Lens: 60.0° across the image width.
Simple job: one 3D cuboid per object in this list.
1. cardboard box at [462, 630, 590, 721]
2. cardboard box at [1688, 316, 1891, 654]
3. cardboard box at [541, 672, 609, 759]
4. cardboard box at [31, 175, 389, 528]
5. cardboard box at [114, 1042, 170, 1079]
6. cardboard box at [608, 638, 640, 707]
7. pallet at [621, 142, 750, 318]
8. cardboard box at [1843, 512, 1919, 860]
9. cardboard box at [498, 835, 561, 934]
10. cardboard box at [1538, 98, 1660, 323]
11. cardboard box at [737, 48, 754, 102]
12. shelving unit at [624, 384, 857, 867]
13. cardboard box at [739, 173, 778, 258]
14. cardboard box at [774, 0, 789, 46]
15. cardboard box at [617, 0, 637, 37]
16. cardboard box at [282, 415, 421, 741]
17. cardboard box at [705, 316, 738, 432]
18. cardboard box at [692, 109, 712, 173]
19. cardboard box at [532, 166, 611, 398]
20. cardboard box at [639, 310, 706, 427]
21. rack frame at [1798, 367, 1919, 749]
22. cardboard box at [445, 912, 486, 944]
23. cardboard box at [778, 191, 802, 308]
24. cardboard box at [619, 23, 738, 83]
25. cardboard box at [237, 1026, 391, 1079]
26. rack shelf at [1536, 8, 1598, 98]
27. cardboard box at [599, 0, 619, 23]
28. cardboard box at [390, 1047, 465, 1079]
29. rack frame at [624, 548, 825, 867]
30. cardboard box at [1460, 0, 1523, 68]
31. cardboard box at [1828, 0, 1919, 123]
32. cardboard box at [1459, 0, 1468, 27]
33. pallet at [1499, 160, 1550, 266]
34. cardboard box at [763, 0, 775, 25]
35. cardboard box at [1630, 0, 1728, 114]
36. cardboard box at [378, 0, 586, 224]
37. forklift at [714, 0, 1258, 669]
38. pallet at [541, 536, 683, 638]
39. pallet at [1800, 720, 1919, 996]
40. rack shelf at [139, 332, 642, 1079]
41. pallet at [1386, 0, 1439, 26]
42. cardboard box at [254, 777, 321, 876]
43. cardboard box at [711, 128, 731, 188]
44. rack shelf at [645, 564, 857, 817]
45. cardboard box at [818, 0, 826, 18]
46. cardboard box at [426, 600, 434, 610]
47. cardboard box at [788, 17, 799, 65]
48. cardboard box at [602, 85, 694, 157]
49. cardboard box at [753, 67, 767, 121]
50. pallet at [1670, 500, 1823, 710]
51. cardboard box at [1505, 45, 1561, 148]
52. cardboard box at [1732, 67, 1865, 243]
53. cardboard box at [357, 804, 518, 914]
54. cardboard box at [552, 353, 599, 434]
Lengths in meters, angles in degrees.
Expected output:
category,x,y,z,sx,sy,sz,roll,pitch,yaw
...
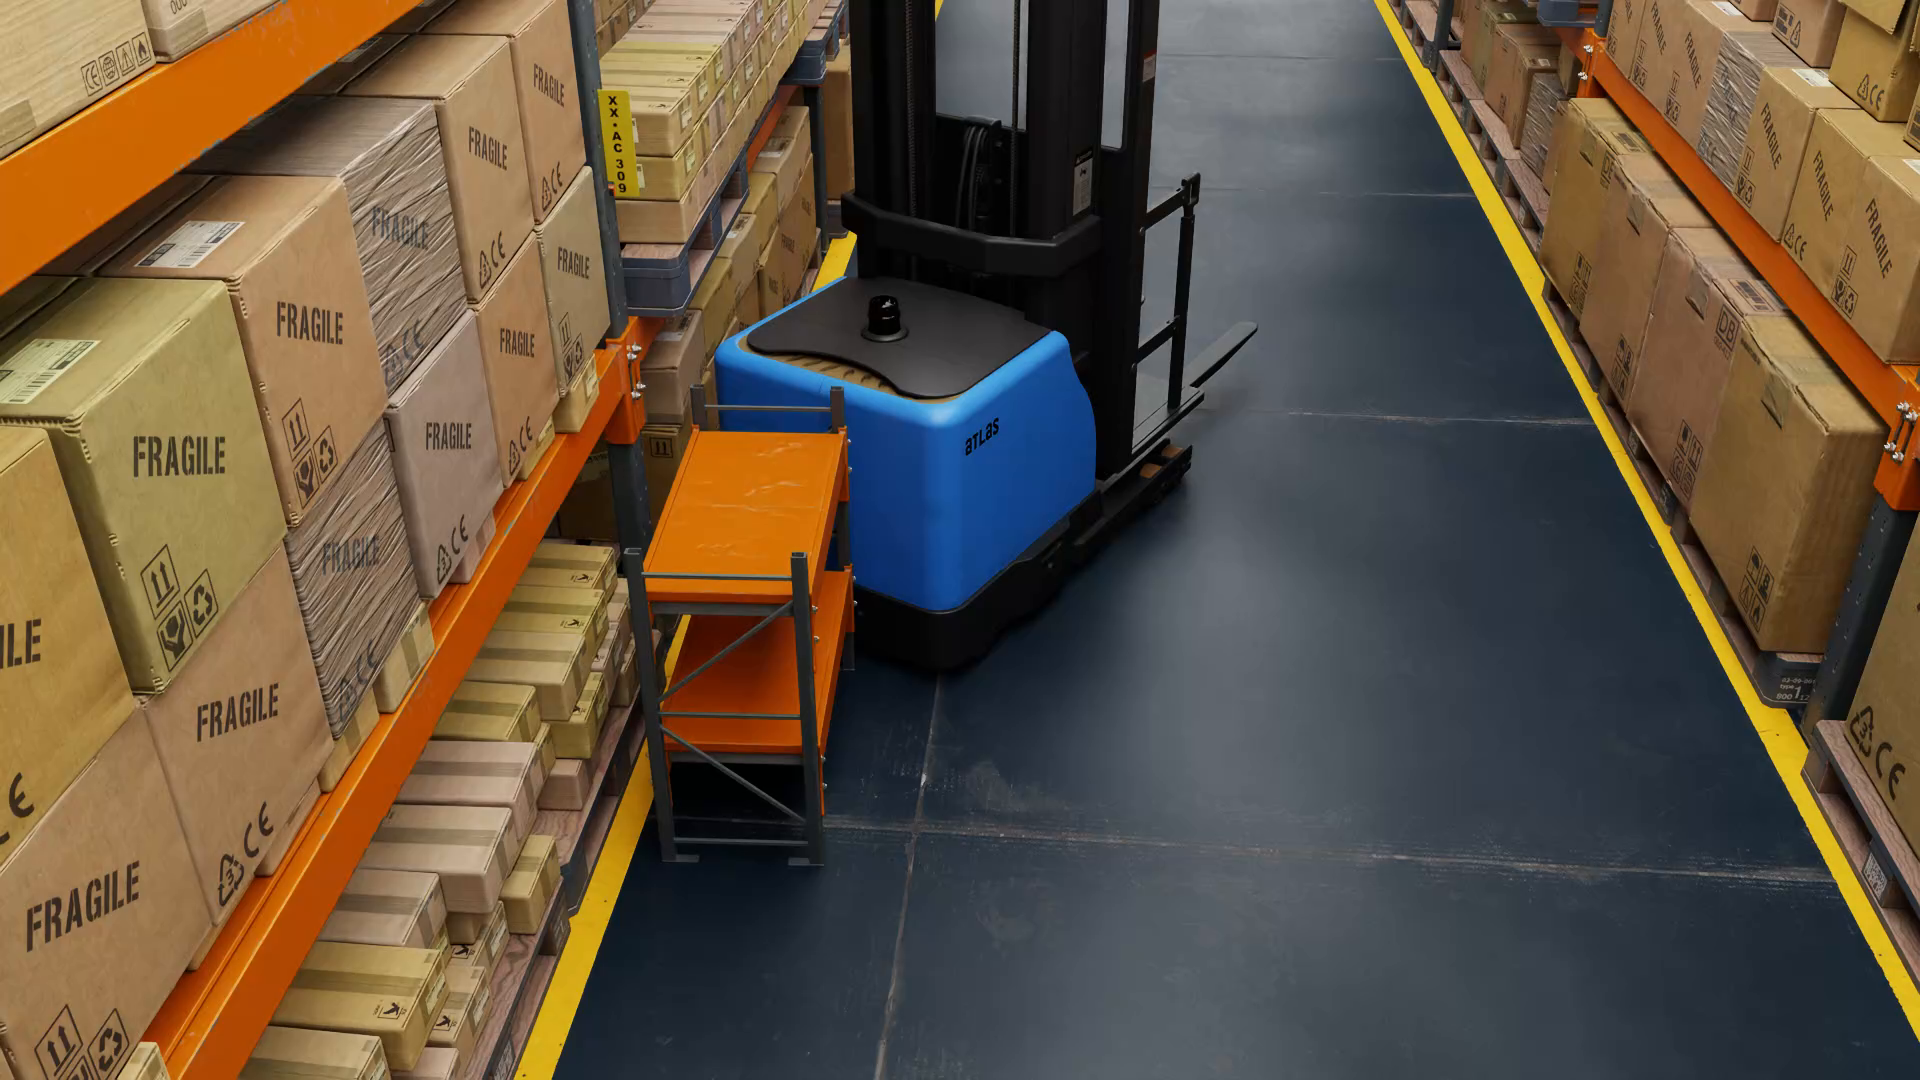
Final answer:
category,x,y,z,sx,sy,sz,roll,pitch,yaw
cardboard box,-1.334,0.404,4.986,0.380,0.149,0.250,2,32,4
cardboard box,3.397,-0.186,5.817,1.225,0.875,0.875,3,32,4
cardboard box,-1.293,0.529,5.067,0.380,0.149,0.250,1,32,2
cardboard box,-1.457,-0.369,3.158,0.500,0.500,0.500,1,32,2
cardboard box,-1.488,0.929,2.623,0.380,0.149,0.250,2,32,3
cardboard box,-1.262,0.414,5.537,0.380,0.149,0.250,3,32,5
pallet,-1.363,-1.153,5.944,1.003,0.211,1.213,2,32,4
cardboard box,3.232,0.491,4.719,0.875,0.875,0.875,2,32,4
cardboard box,-1.347,0.955,4.659,0.380,0.149,0.250,2,32,4
cardboard box,3.614,-1.582,8.083,1.225,0.875,0.875,1,32,2
cardboard box,-0.999,-1.773,6.324,0.380,0.149,0.250,4,32,6
shelving unit,-0.649,0.247,5.277,0.538,1.125,1.048,1,32,2
cardboard box,-1.126,-1.468,7.540,0.500,0.250,0.500,3,32,5
cardboard box,-0.934,-2.179,6.982,0.380,0.149,0.250,3,32,5
cardboard box,-1.587,-2.213,7.038,0.380,0.149,0.250,2,32,4
cardboard box,-1.478,0.055,3.422,0.500,0.500,0.500,2,32,3
cardboard box,-1.204,-0.607,6.859,0.500,0.500,0.500,4,32,6
cardboard box,-1.060,-1.361,5.655,0.380,0.149,0.250,2,32,3
cardboard box,-1.328,-0.745,4.721,0.500,0.500,0.500,3,32,4
cardboard box,-1.247,-0.650,6.213,0.500,0.250,0.500,1,32,2
rack frame,3.365,-0.576,4.826,1.000,3.000,0.127,2,32,4
cardboard box,-1.454,0.929,4.417,0.380,0.149,0.250,1,32,2
cardboard box,-1.083,-1.420,8.178,0.500,0.500,0.500,4,32,6
cardboard box,-1.017,-1.763,6.023,0.380,0.149,0.250,2,32,3
cardboard box,-1.494,1.220,3.662,0.380,0.149,0.250,4,32,6
rack shelf,3.854,-3.407,10.105,1.077,0.370,4.000,2,32,4
cardboard box,-1.605,-2.207,6.744,0.380,0.149,0.250,2,32,3
cardboard box,-1.418,1.362,3.998,0.380,0.149,0.250,1,32,2
rack frame,-0.669,0.514,4.844,0.500,1.125,0.032,1,32,2
cardboard box,3.945,-3.562,11.635,0.700,0.500,0.500,0,32,0
cardboard box,3.476,-1.738,5.660,0.797,0.503,0.637,3,32,5
cardboard box,4.089,-4.081,12.496,0.500,0.500,0.500,2,32,2
pallet,3.756,-1.889,9.614,1.003,0.211,1.213,2,32,4
cardboard box,-0.957,-2.170,6.684,0.380,0.149,0.250,3,32,5
cardboard box,3.340,-2.198,7.362,0.500,0.500,0.500,2,32,3
cardboard box,-1.339,-1.178,4.471,0.500,0.500,0.500,1,32,2
forklift,0.338,-1.524,6.430,1.130,2.935,3.031,19,36,27
pallet,-1.508,-0.061,6.648,1.003,0.211,1.213,2,32,4
pallet,3.225,1.005,4.918,1.003,0.211,1.213,2,32,4
rack shelf,-1.733,0.511,3.747,1.077,0.370,4.000,2,32,4
pallet,4.133,-4.565,13.956,1.003,0.211,1.213,2,32,4
cardboard box,-1.509,0.519,3.288,0.380,0.149,0.250,2,32,3
cardboard box,-1.039,-1.375,5.961,0.380,0.149,0.250,3,32,4
rack shelf,-0.649,0.455,5.405,0.538,0.278,1.000,1,32,2
cardboard box,-0.848,-2.597,7.944,0.380,0.149,0.250,2,32,4
cardboard box,-1.465,0.110,3.952,0.380,0.149,0.250,2,32,3
cardboard box,-0.913,-2.191,7.286,0.380,0.149,0.250,1,32,2
cardboard box,-1.079,-1.352,5.357,0.380,0.149,0.250,4,32,6
cardboard box,-0.979,-1.782,6.622,0.380,0.149,0.250,2,32,3
pallet,3.353,0.204,6.217,1.003,0.211,1.213,2,32,4
cardboard box,3.797,-2.729,10.283,0.700,0.500,0.500,5,32,8
cardboard box,3.214,-1.407,6.079,0.500,0.500,0.500,2,32,3
cardboard box,-1.372,0.823,4.305,0.380,0.149,0.250,1,32,2
cardboard box,-1.272,-0.435,4.837,0.380,0.149,0.250,2,32,3
